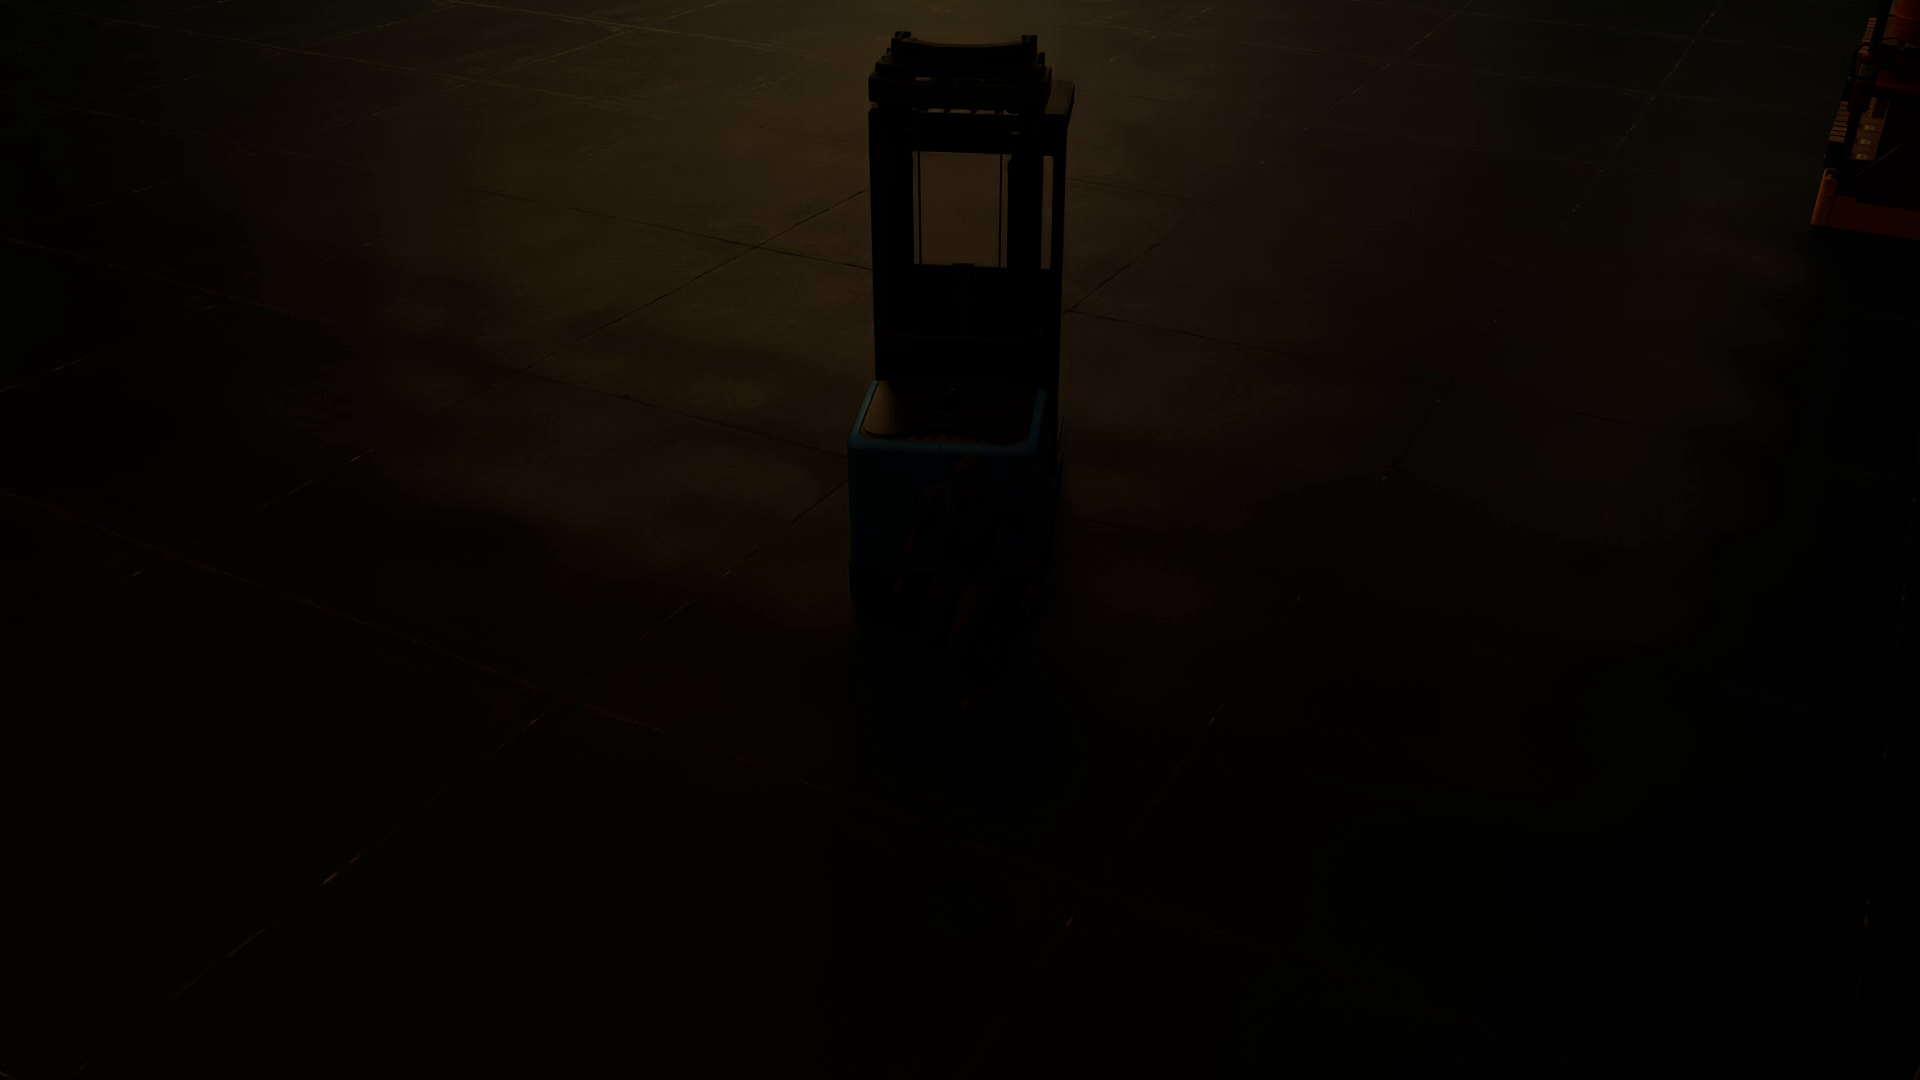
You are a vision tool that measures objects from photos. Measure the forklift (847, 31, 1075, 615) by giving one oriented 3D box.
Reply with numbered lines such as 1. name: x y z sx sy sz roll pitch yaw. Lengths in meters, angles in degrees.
1. forklift: 0.072 -1.572 9.794 1.130 2.935 3.031 3 30 6

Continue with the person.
1. person: 0.068 0.144 8.332 0.746 1.449 0.620 14 33 23
